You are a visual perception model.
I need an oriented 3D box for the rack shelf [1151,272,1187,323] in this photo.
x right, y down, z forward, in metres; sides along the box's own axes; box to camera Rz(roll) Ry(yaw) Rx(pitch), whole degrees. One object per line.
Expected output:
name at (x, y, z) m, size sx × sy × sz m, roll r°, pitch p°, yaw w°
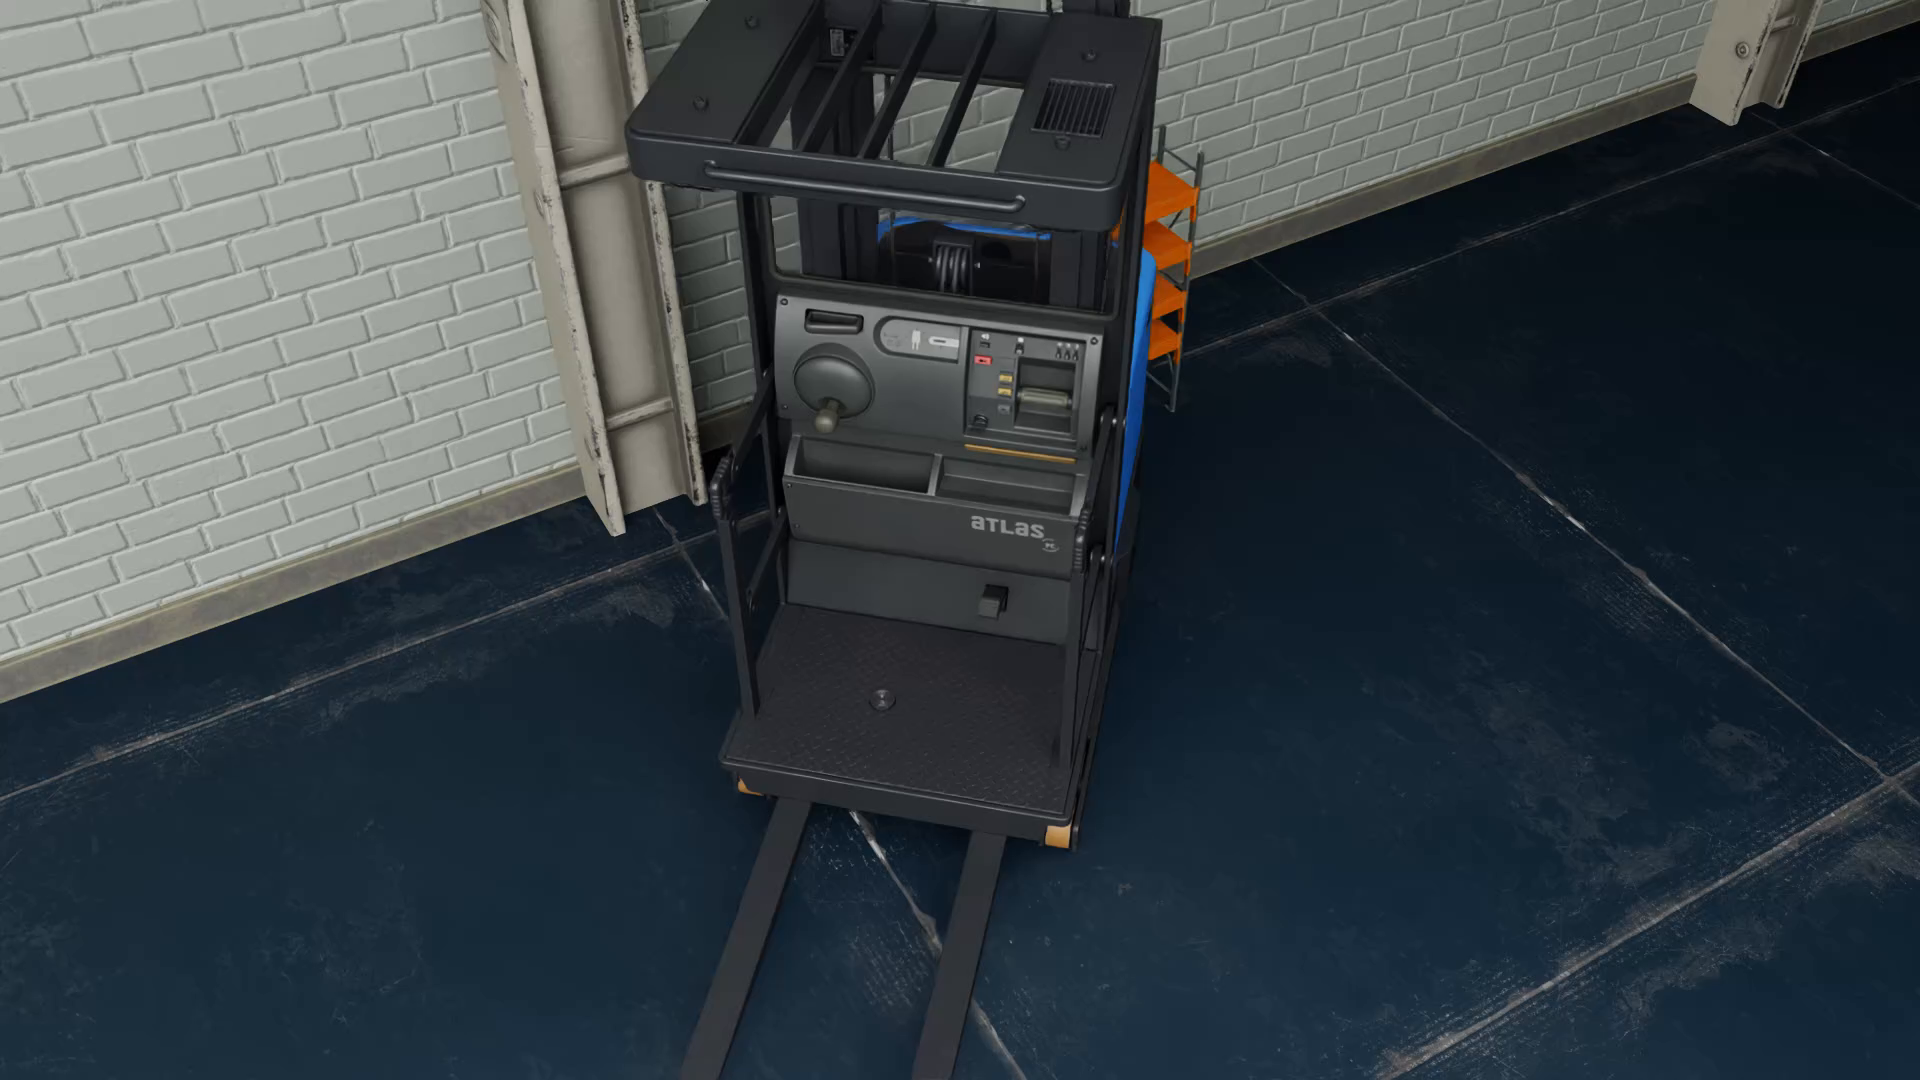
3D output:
rack shelf at (0.601, -0.878, 6.390) m, size 0.480 × 0.148 × 0.258 m, roll -25°, pitch 49°, yaw -23°

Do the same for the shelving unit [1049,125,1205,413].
shelving unit at (0.601, -0.926, 6.343) m, size 0.503 × 1.200 × 0.258 m, roll -25°, pitch 49°, yaw -23°

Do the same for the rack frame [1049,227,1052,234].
rack frame at (0.398, -0.832, 6.246) m, size 0.015 × 1.200 × 0.240 m, roll -25°, pitch 49°, yaw -23°

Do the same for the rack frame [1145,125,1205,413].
rack frame at (0.804, -1.020, 6.440) m, size 0.015 × 1.200 × 0.240 m, roll -25°, pitch 49°, yaw -23°

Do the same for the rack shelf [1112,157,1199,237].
rack shelf at (0.601, -1.208, 6.069) m, size 0.480 × 0.148 × 0.258 m, roll -25°, pitch 49°, yaw -23°

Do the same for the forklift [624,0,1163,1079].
forklift at (-0.110, -0.371, 4.528) m, size 1.130 × 2.935 × 3.031 m, roll 8°, pitch 45°, yaw 8°

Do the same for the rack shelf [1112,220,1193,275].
rack shelf at (0.601, -1.039, 6.234) m, size 0.480 × 0.148 × 0.258 m, roll -25°, pitch 49°, yaw -23°

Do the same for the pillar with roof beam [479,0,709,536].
pillar with roof beam at (0.932, -0.803, 0.616) m, size 0.400 × 9.000 × 9.100 m, roll -22°, pitch 48°, yaw -21°

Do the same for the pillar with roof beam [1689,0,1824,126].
pillar with roof beam at (6.134, -2.884, 2.761) m, size 0.400 × 9.000 × 9.100 m, roll -22°, pitch 48°, yaw -21°

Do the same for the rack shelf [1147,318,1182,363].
rack shelf at (0.601, -0.736, 6.528) m, size 0.480 × 0.148 × 0.258 m, roll -25°, pitch 49°, yaw -23°
